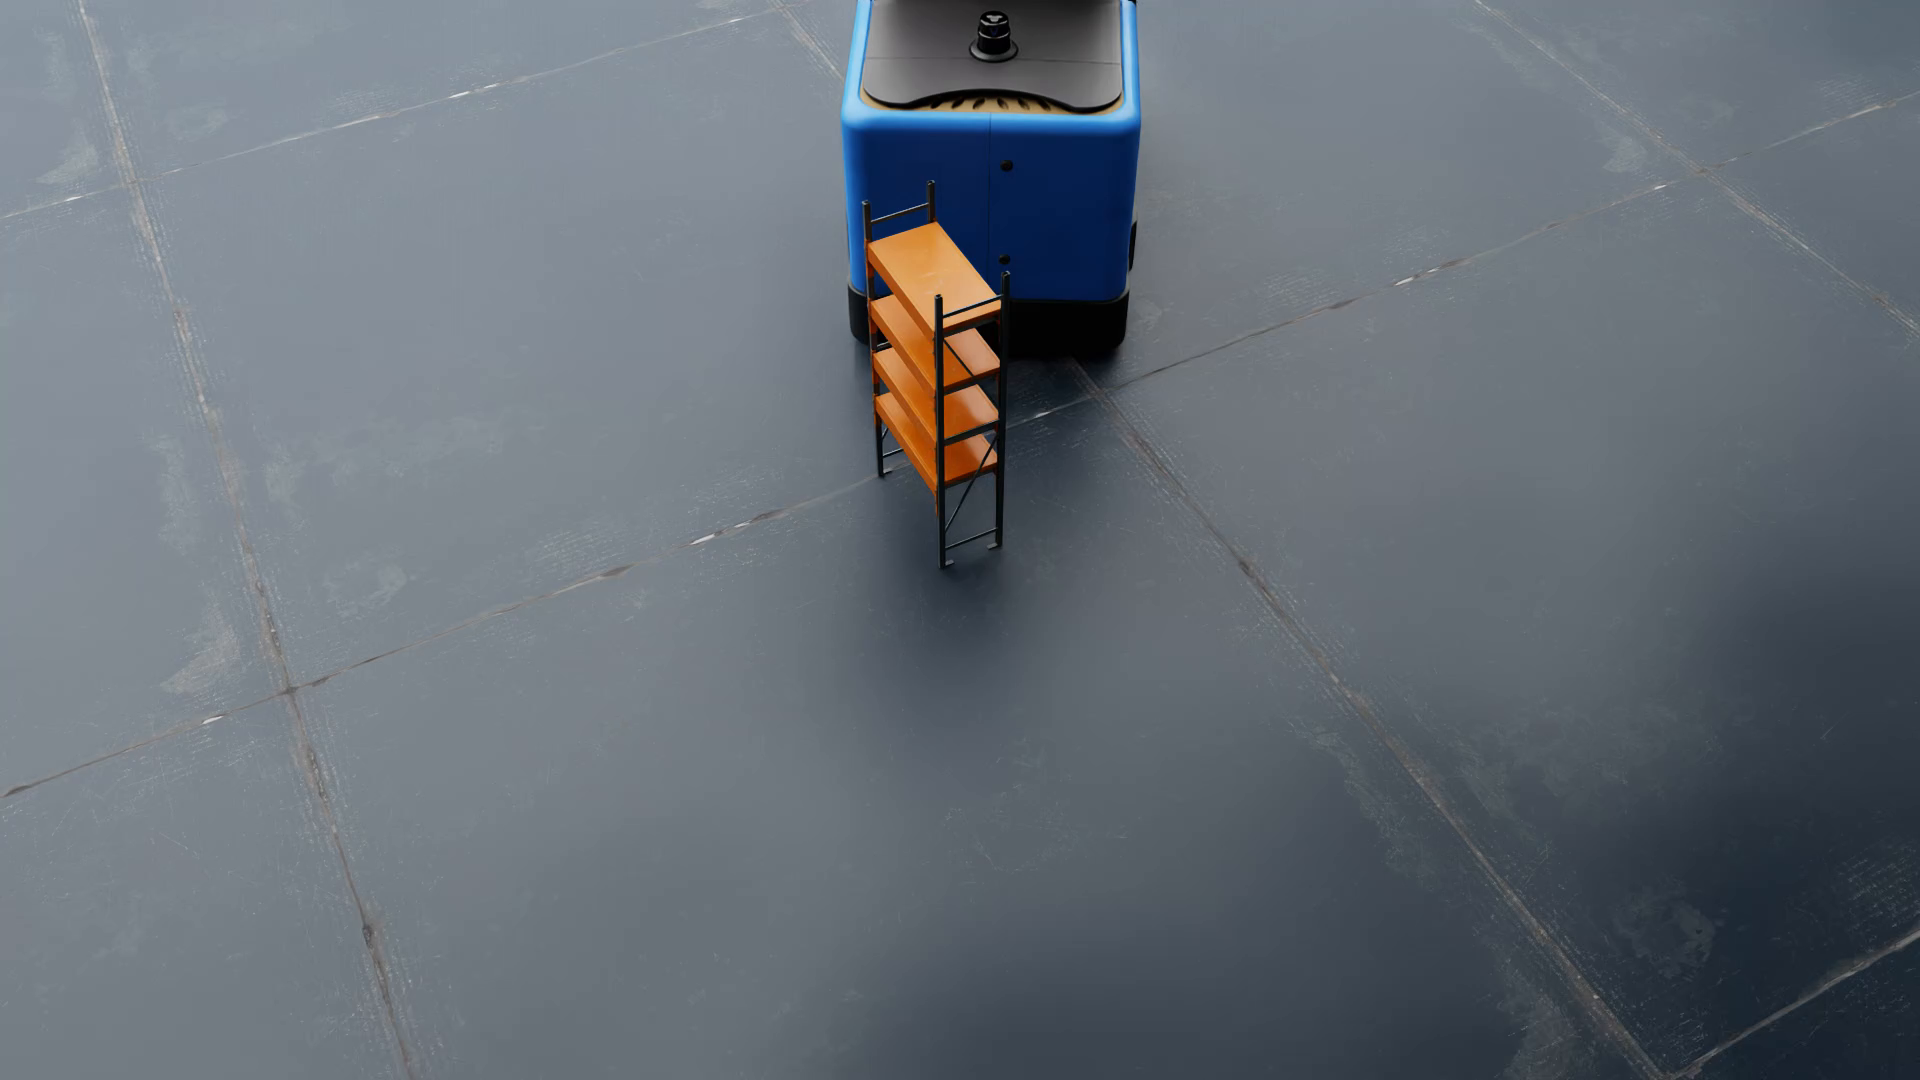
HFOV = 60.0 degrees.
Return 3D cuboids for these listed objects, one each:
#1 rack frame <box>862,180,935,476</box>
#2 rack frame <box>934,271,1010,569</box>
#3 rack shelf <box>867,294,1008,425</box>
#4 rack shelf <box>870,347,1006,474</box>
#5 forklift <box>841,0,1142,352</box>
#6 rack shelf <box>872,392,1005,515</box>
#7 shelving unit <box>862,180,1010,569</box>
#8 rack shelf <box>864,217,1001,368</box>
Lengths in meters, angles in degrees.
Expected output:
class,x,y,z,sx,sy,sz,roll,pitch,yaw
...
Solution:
class,x,y,z,sx,sy,sz,roll,pitch,yaw
rack frame,-0.187,-0.669,5.538,0.240,1.200,0.015,-21,52,-18
rack frame,0.036,-0.342,5.252,0.240,1.200,0.015,-21,52,-18
rack shelf,-0.076,-0.609,5.278,0.258,0.148,0.480,-21,52,-18
rack shelf,-0.076,-0.462,5.446,0.258,0.148,0.480,-21,52,-18
forklift,0.164,-2.778,6.232,1.130,2.935,3.031,2,49,2
rack shelf,-0.076,-0.331,5.595,0.258,0.148,0.480,-21,52,-18
shelving unit,-0.076,-0.506,5.395,0.258,1.200,0.503,-21,52,-18
rack shelf,-0.076,-0.765,5.099,0.258,0.148,0.480,-21,52,-18
